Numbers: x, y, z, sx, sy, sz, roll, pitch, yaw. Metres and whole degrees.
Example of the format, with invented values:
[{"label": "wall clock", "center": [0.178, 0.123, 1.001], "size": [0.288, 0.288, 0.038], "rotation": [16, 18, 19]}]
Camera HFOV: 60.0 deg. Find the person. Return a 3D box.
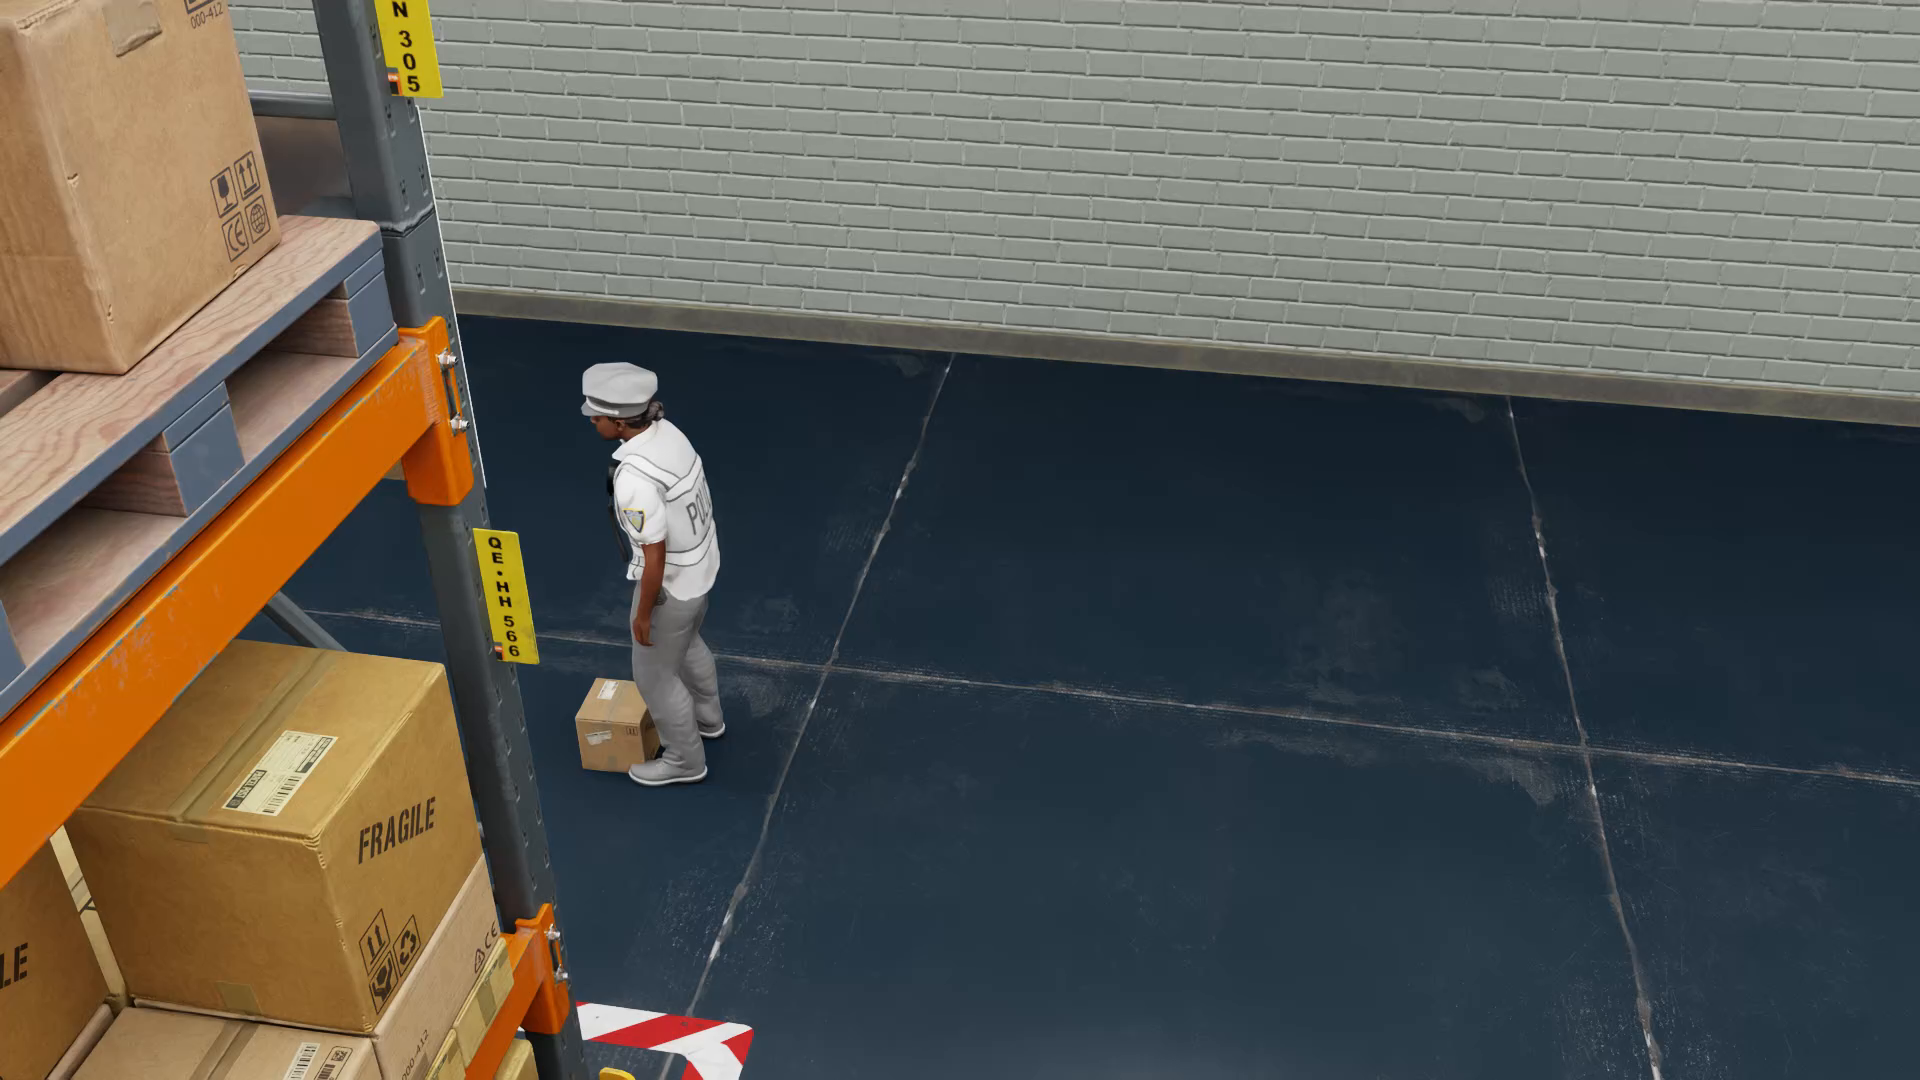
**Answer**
[{"label": "person", "center": [-1.057, 0.134, 5.927], "size": [0.397, 1.661, 0.531], "rotation": [3, 33, 5]}]
